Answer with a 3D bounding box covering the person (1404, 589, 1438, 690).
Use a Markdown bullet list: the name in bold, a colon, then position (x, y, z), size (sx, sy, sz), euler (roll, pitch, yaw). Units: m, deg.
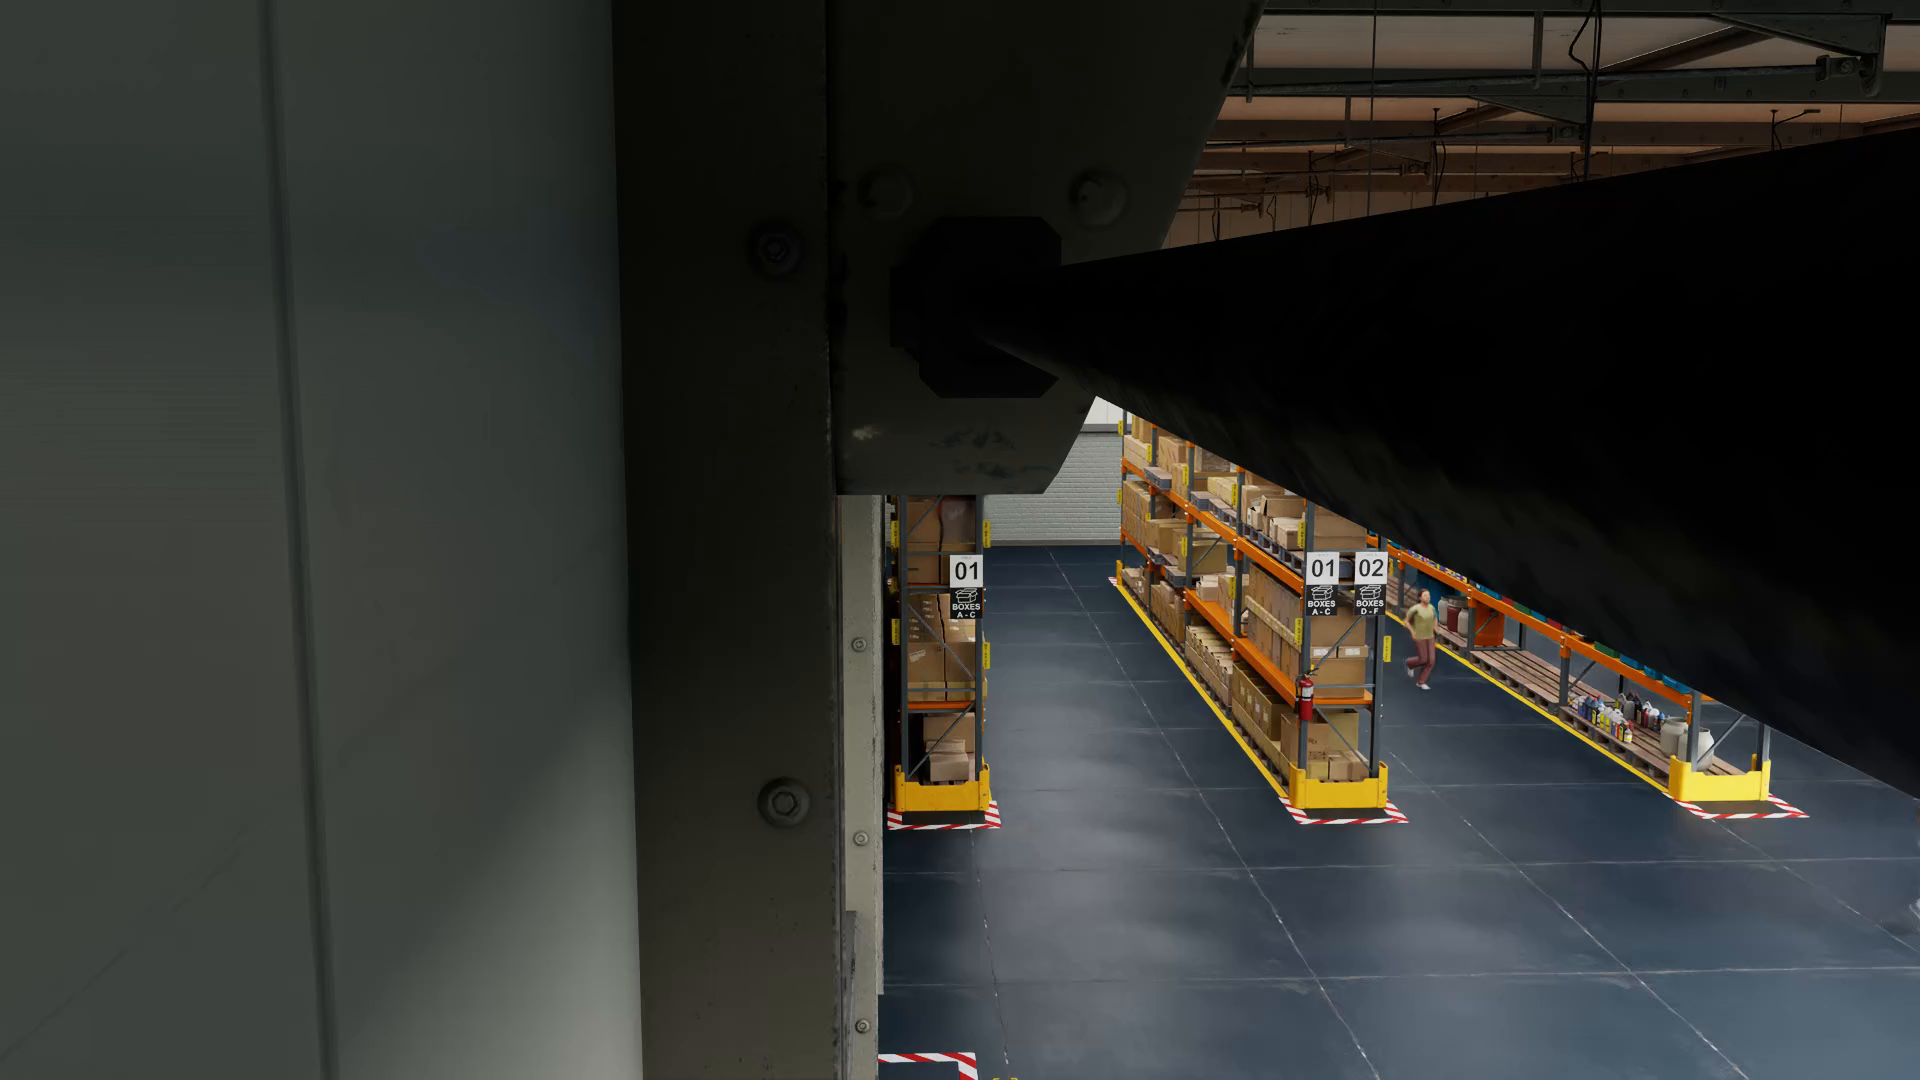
- **person**: position (7.468, 1.581, 26.883), size (0.581, 1.626, 0.565), euler (-2, 9, -16)
